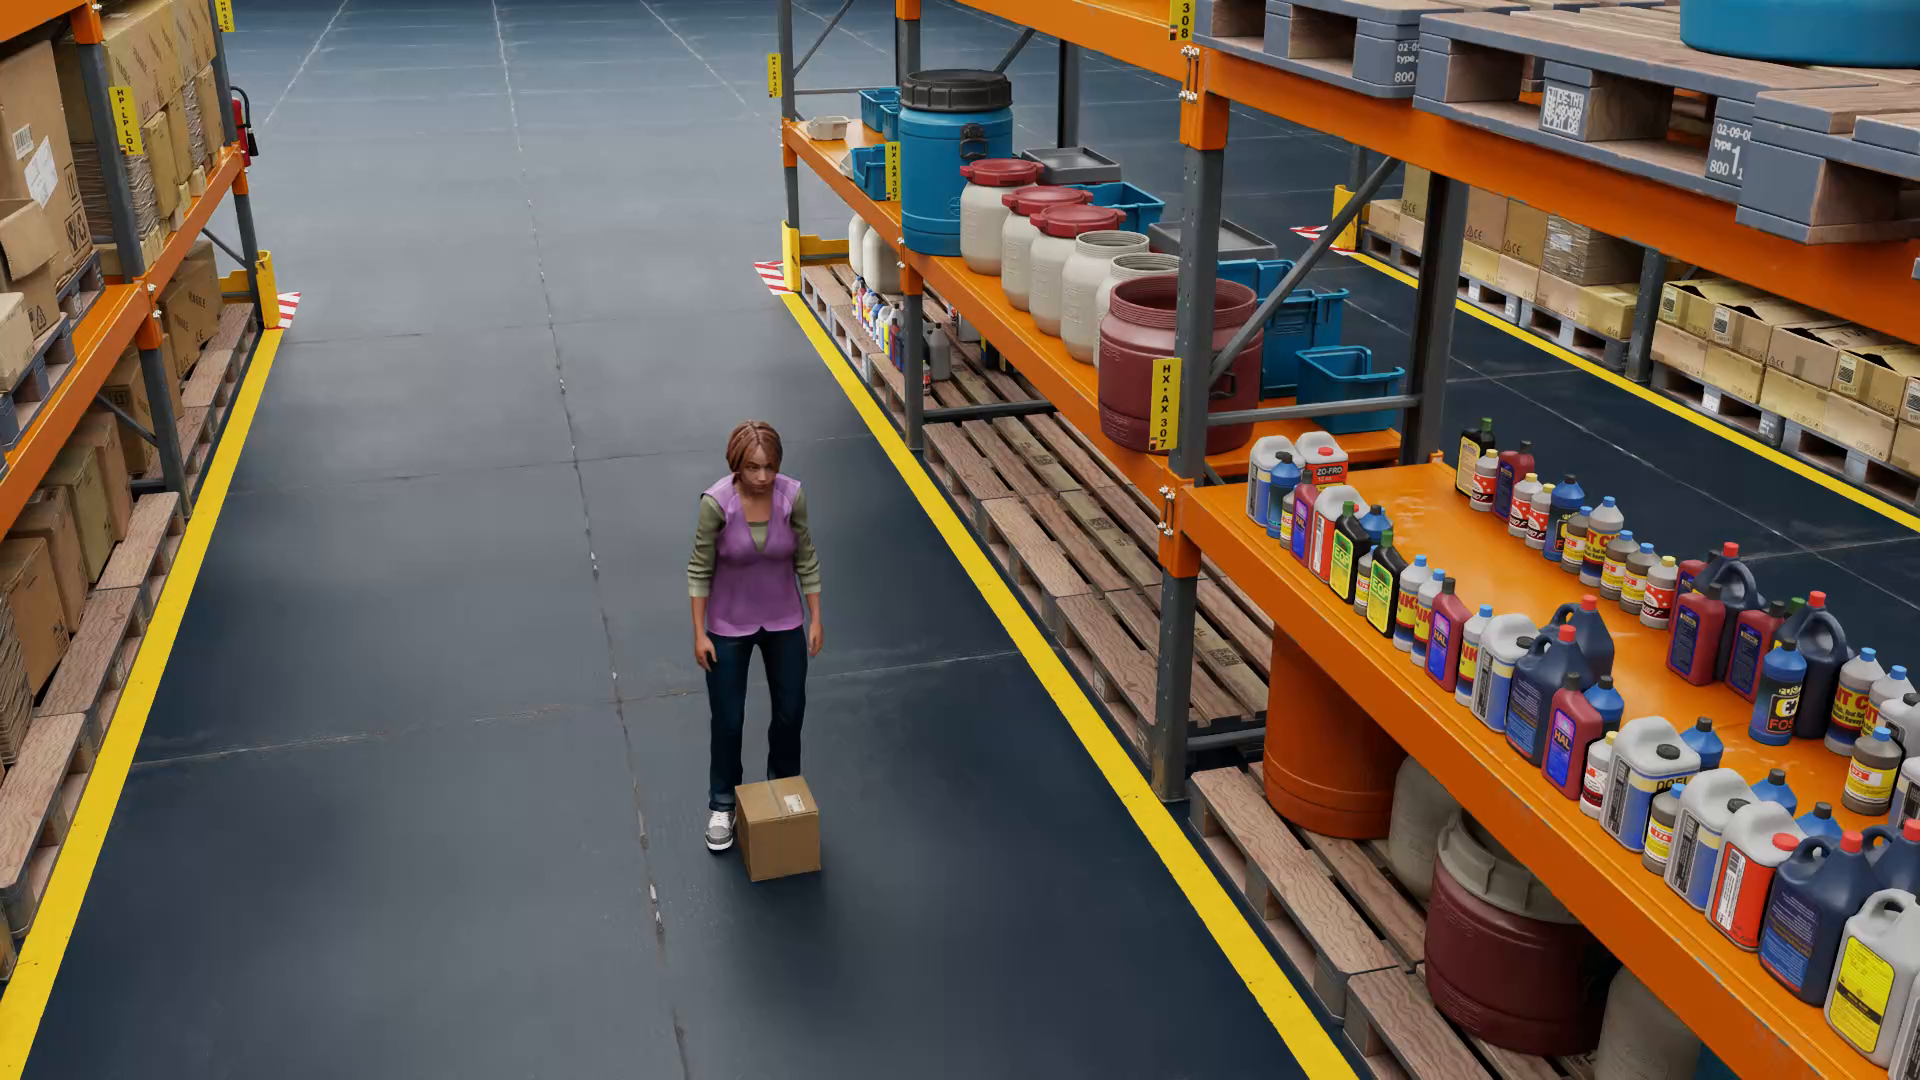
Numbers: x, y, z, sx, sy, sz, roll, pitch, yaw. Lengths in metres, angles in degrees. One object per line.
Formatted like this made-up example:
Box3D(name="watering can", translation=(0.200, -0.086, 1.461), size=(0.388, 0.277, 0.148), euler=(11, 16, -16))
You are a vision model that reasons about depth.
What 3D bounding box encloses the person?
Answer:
Box3D(name="person", translation=(-0.718, 0.321, 5.865), size=(0.480, 1.593, 0.344), euler=(-7, 24, -16))
